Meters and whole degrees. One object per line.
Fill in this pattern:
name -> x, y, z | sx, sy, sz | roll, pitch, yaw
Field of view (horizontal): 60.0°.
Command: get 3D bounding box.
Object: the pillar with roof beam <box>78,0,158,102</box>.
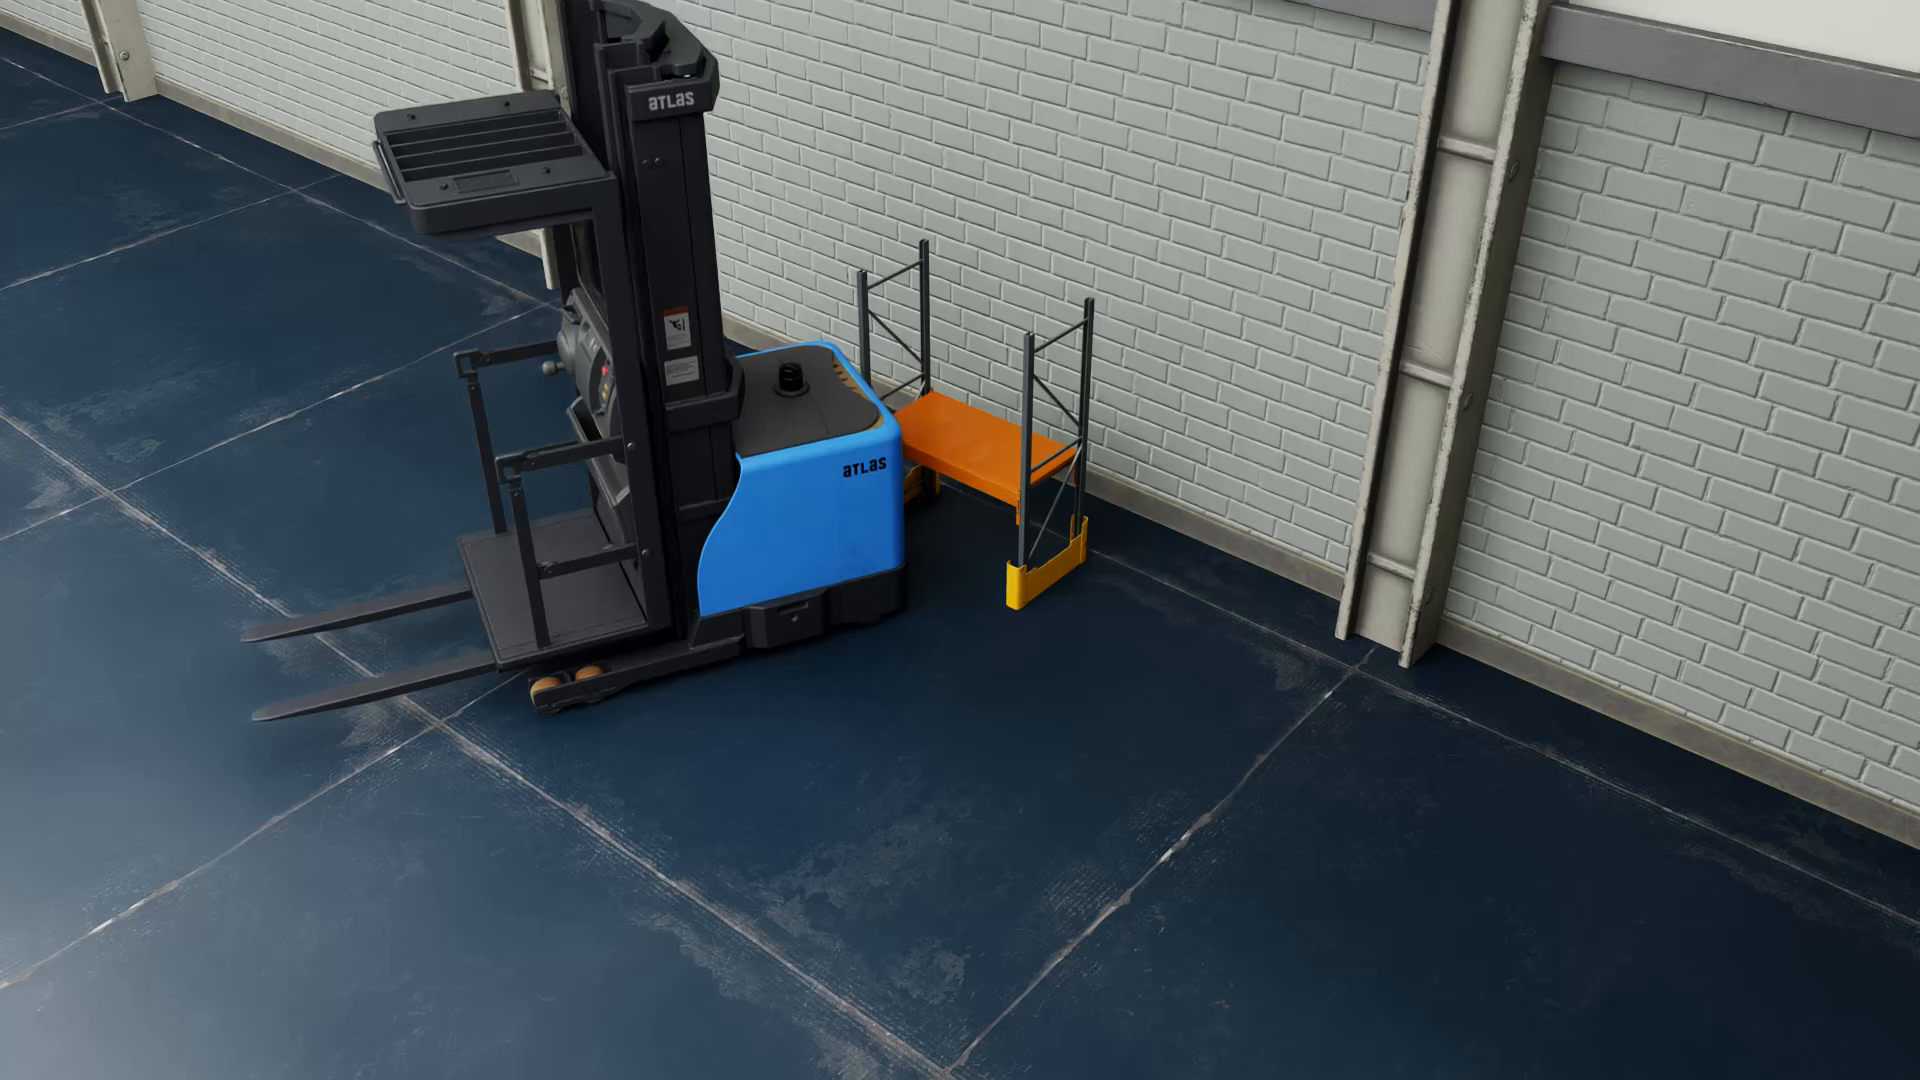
pillar with roof beam -> -9.910, -5.712, 9.118 | 0.400, 9.000, 9.100 | 25, 42, 32

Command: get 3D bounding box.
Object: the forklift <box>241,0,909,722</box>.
forklift -> -1.816, -0.757, 7.263 | 3.031, 2.935, 1.130 | -14, 37, -19

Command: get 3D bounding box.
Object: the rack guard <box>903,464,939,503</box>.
rack guard -> -0.324, -0.256, 8.902 | 0.087, 0.250, 0.587 | 25, 42, 32

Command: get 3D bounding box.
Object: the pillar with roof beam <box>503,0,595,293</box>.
pillar with roof beam -> -5.298, -3.539, 5.954 | 0.400, 9.000, 9.100 | 25, 42, 32

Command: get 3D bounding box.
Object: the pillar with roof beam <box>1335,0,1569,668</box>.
pillar with roof beam -> -0.687, -1.365, 2.789 | 0.400, 9.000, 9.100 | 25, 42, 32

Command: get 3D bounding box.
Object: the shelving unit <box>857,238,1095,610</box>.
shelving unit -> 0.059, -0.591, 8.285 | 1.083, 1.500, 0.587 | 25, 42, 32

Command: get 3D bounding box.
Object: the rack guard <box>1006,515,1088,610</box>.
rack guard -> 0.441, 0.105, 8.376 | 0.087, 0.250, 0.587 | 25, 42, 32

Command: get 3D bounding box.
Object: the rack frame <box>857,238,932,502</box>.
rack frame -> -0.325, -0.771, 8.549 | 0.032, 1.500, 0.500 | 25, 42, 32

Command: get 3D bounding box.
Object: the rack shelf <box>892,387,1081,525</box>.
rack shelf -> 0.066, -0.439, 8.382 | 1.000, 0.185, 0.538 | 25, 42, 32

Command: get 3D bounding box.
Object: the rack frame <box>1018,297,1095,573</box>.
rack frame -> 0.456, -0.403, 8.012 | 0.032, 1.500, 0.500 | 25, 42, 32
